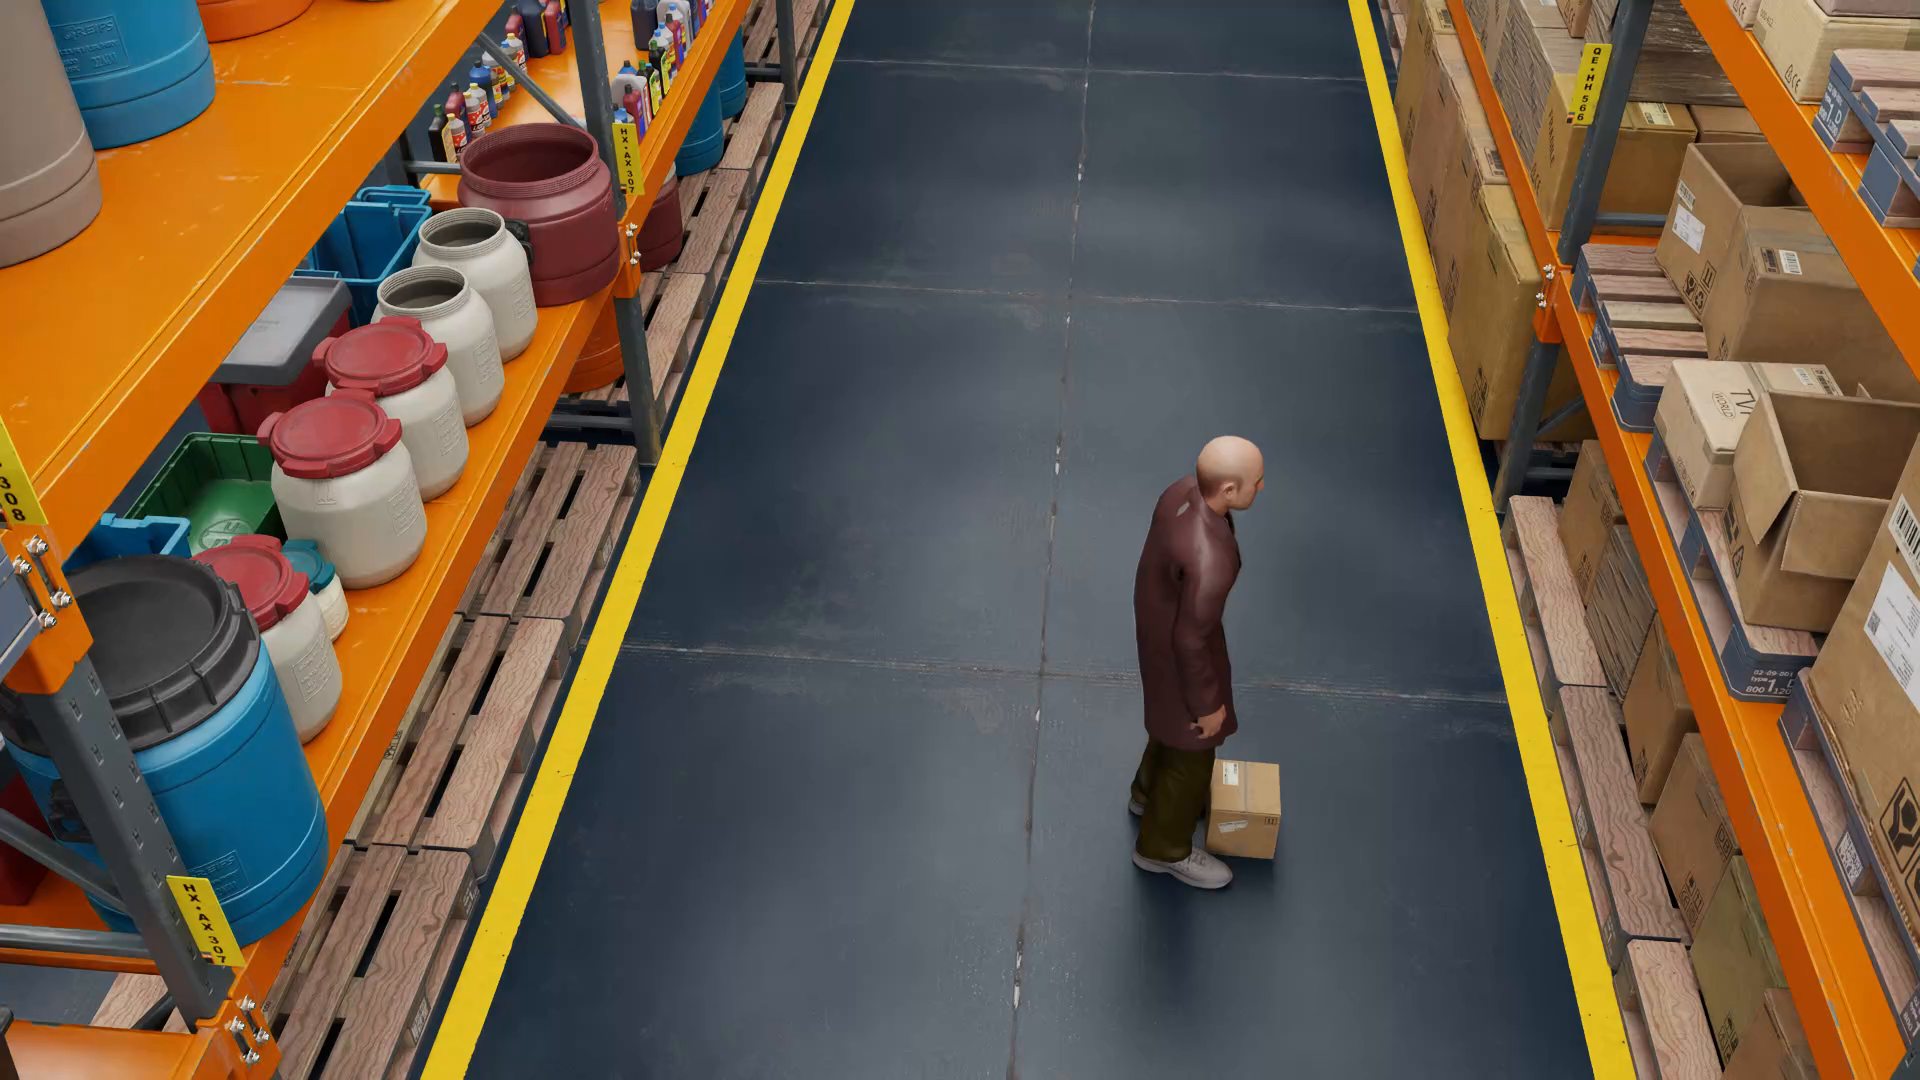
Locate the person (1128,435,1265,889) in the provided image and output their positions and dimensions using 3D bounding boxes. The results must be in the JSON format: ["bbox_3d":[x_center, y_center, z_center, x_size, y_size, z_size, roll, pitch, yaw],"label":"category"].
[{"bbox_3d":[0.796,0.390,5.696,0.427,1.773,0.652,1,40,1],"label":"person"}]
